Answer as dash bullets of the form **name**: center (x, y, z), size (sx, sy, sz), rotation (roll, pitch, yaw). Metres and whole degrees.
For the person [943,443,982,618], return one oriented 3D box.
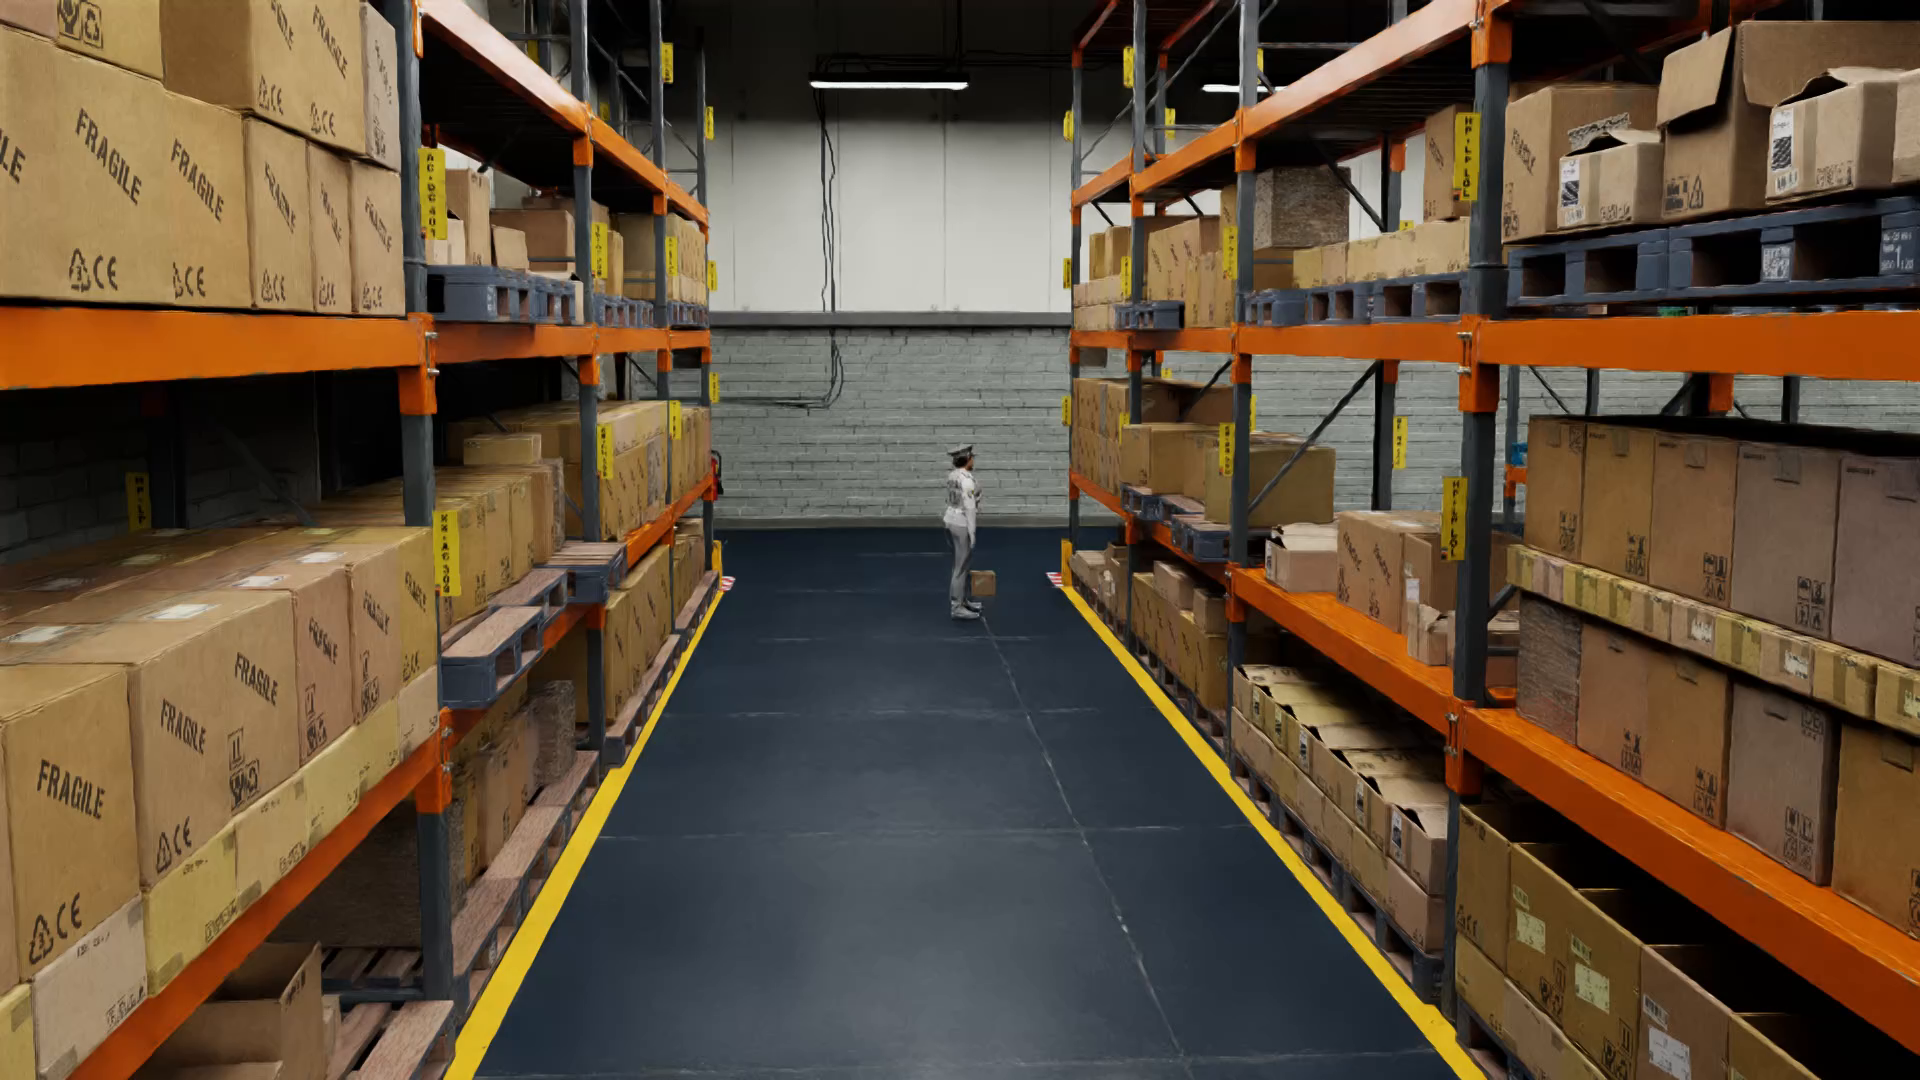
- **person**: center (0.067, -0.103, 16.313), size (0.430, 1.686, 0.540), rotation (-3, 7, -21)
